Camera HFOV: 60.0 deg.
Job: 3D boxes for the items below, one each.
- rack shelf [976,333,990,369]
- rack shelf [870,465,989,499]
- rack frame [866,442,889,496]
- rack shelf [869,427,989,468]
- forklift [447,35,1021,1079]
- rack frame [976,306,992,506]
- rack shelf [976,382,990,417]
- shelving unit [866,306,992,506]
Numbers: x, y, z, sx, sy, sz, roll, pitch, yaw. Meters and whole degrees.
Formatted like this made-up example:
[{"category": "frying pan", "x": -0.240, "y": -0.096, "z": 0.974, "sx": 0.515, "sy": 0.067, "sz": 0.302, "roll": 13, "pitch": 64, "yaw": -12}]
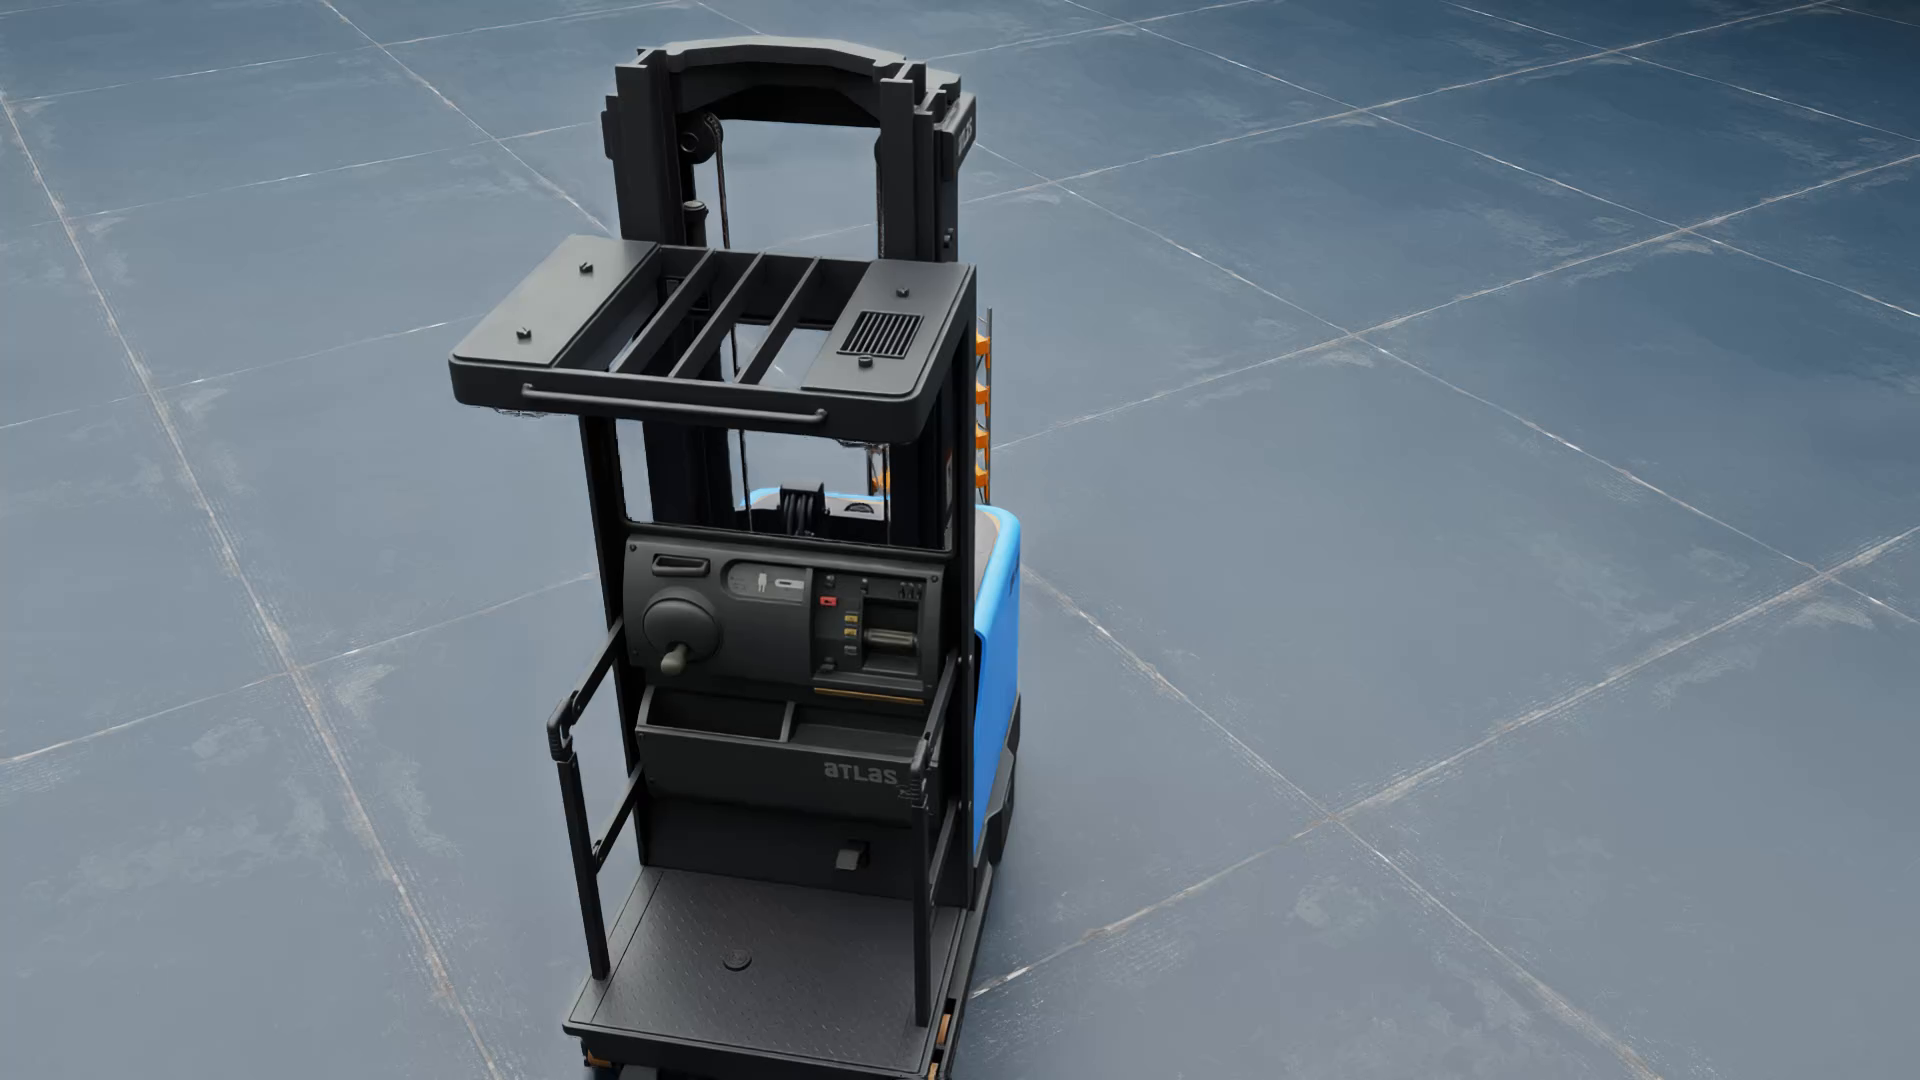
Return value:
[{"category": "rack shelf", "x": -0.139, "y": -0.792, "z": 7.144, "sx": 0.480, "sy": 0.148, "sz": 0.258, "roll": -19, "pitch": 37, "yaw": -27}, {"category": "rack shelf", "x": -0.139, "y": -0.235, "z": 7.496, "sx": 0.480, "sy": 0.148, "sz": 0.258, "roll": -19, "pitch": 37, "yaw": -27}, {"category": "rack frame", "x": -0.344, "y": -0.389, "z": 7.242, "sx": 0.015, "sy": 1.200, "sz": 0.240, "roll": -19, "pitch": 37, "yaw": -27}, {"category": "rack shelf", "x": -0.139, "y": -0.403, "z": 7.390, "sx": 0.480, "sy": 0.148, "sz": 0.258, "roll": -19, "pitch": 37, "yaw": -27}, {"category": "forklift", "x": -0.546, "y": 0.278, "z": 4.561, "sx": 1.130, "sy": 2.935, "sz": 3.031, "roll": 6, "pitch": 33, "yaw": 9}, {"category": "rack frame", "x": 0.066, "y": -0.530, "z": 7.466, "sx": 0.015, "sy": 1.200, "sz": 0.240, "roll": -19, "pitch": 37, "yaw": -27}, {"category": "rack shelf", "x": -0.139, "y": -0.592, "z": 7.271, "sx": 0.480, "sy": 0.148, "sz": 0.258, "roll": -19, "pitch": 37, "yaw": -27}, {"category": "shelving unit", "x": -0.139, "y": -0.460, "z": 7.354, "sx": 0.503, "sy": 1.200, "sz": 0.258, "roll": -19, "pitch": 37, "yaw": -27}]
